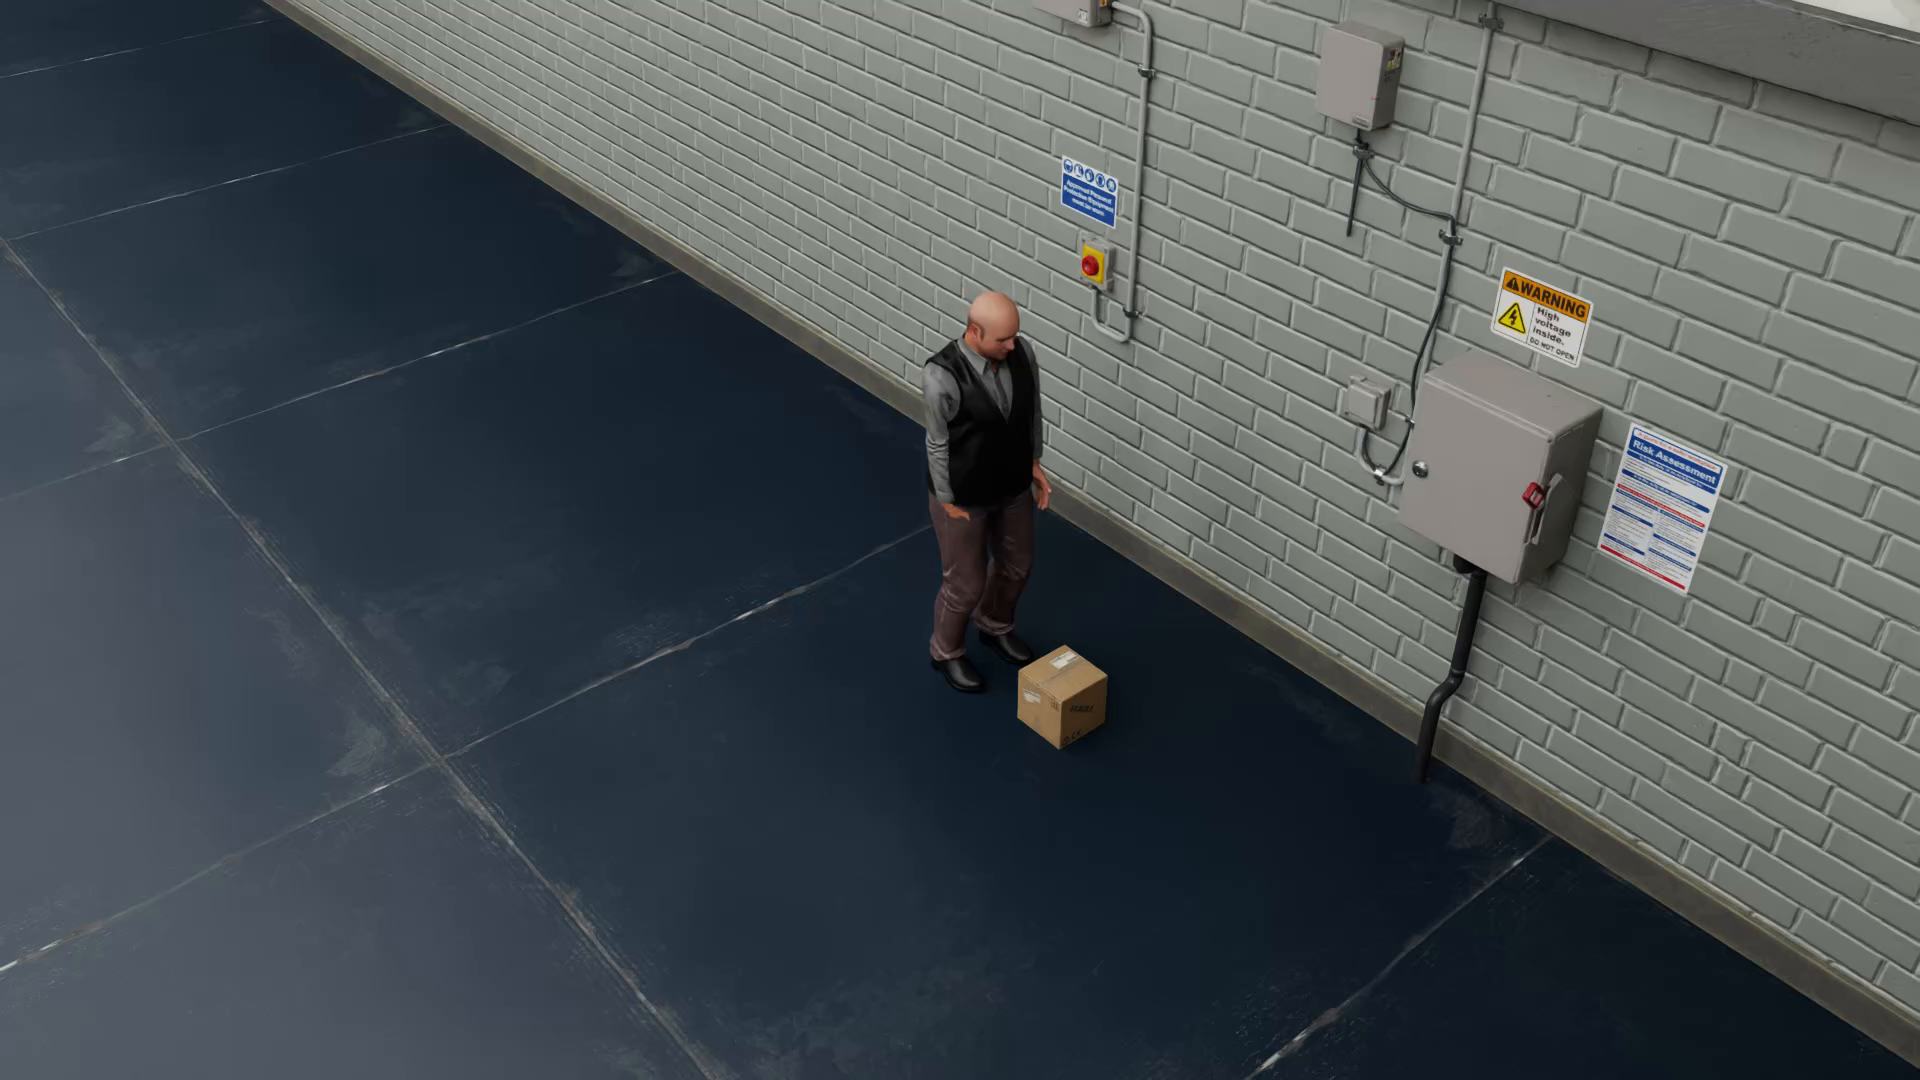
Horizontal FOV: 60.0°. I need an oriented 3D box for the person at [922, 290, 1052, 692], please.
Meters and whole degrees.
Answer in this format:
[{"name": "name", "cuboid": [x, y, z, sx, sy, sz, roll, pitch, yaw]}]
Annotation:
[{"name": "person", "cuboid": [0.099, -0.204, 6.469, 0.538, 1.708, 0.354, -25, 43, -31]}]
